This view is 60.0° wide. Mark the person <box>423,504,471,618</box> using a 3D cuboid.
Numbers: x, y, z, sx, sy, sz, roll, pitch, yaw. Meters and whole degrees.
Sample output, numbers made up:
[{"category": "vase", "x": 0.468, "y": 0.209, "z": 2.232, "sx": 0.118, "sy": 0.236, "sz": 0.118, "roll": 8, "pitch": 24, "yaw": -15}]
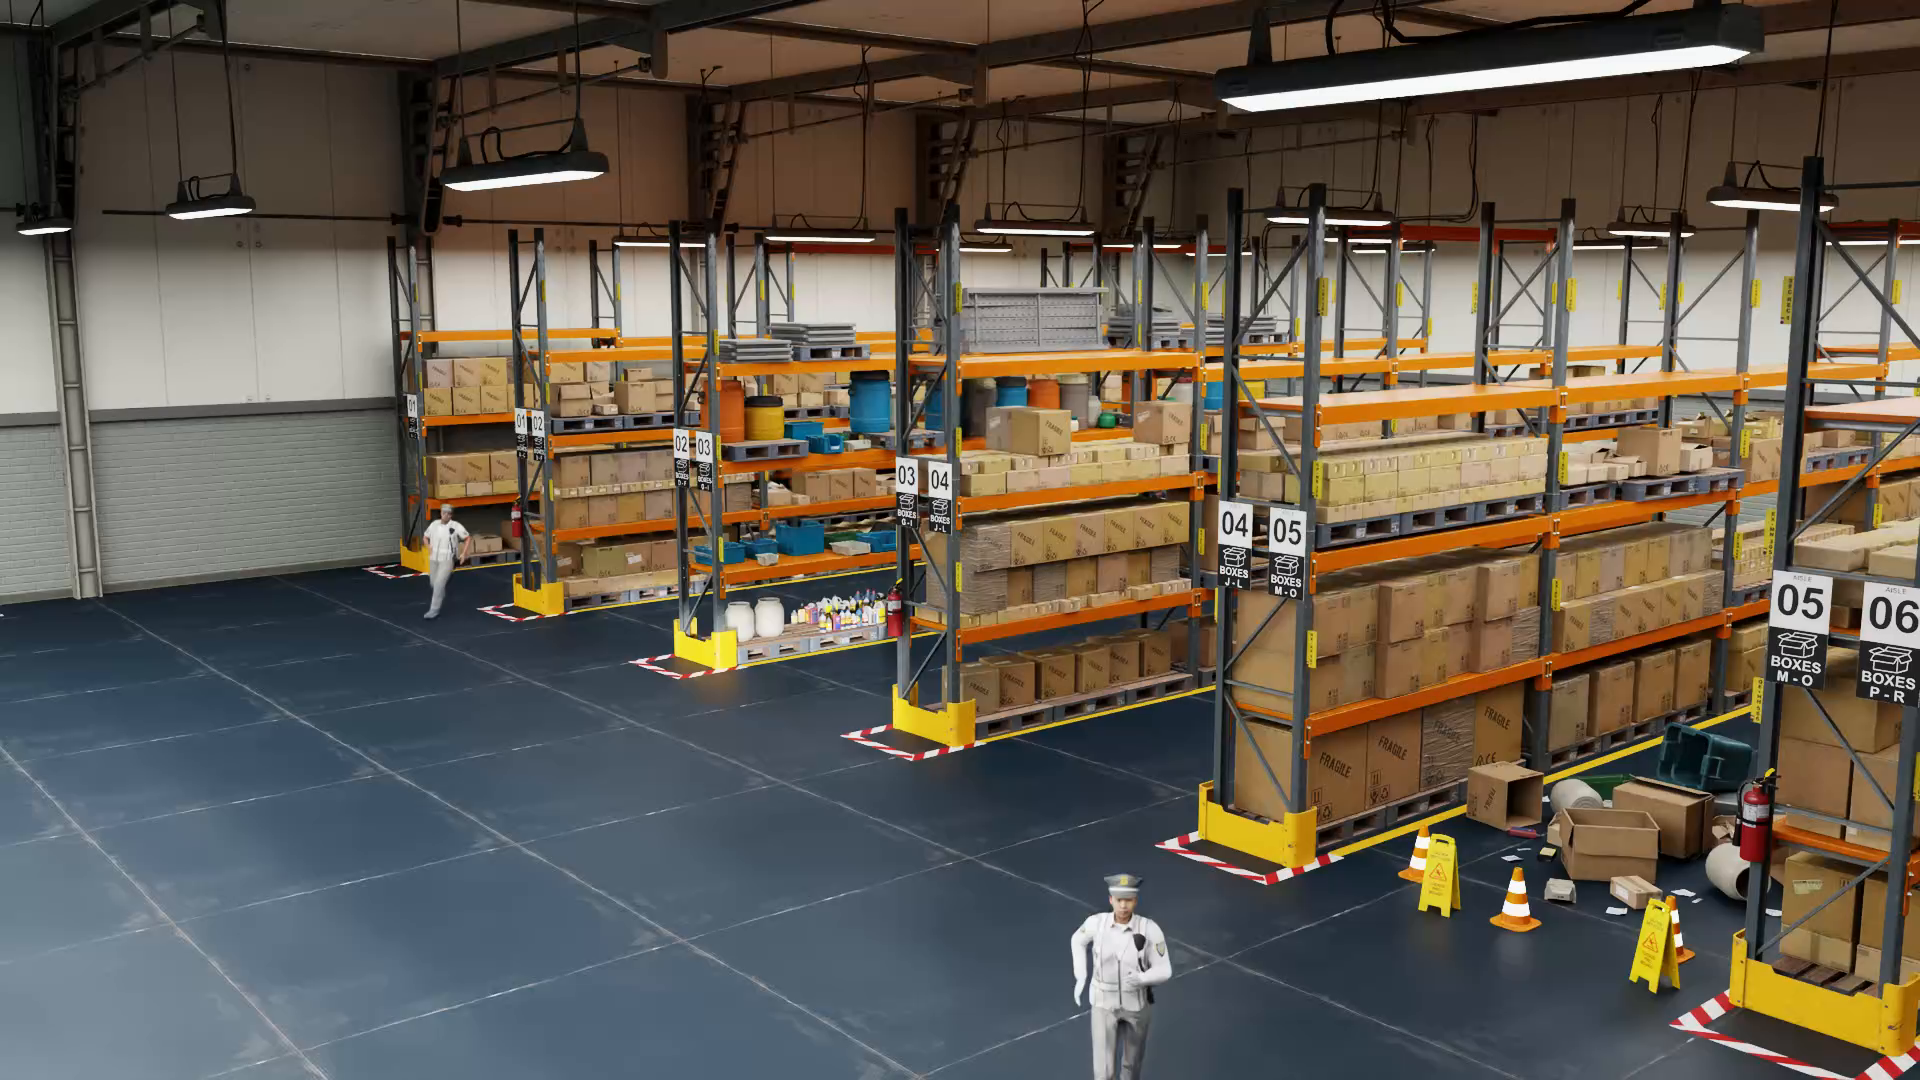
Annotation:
[{"category": "person", "x": -8.075, "y": 0.295, "z": 26.016, "sx": 0.718, "sy": 1.733, "sz": 0.952, "roll": 1, "pitch": 9, "yaw": 6}]

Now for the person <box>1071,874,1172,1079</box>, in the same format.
[{"category": "person", "x": 0.961, "y": 2.811, "z": 9.941, "sx": 0.591, "sy": 1.733, "sz": 0.809, "roll": 0, "pitch": 9, "yaw": 3}]

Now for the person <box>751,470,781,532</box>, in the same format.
[{"category": "person", "x": -3.640, "y": -0.513, "z": 31.561, "sx": 0.606, "sy": 1.665, "sz": 0.925, "roll": 7, "pitch": 11, "yaw": 38}]
